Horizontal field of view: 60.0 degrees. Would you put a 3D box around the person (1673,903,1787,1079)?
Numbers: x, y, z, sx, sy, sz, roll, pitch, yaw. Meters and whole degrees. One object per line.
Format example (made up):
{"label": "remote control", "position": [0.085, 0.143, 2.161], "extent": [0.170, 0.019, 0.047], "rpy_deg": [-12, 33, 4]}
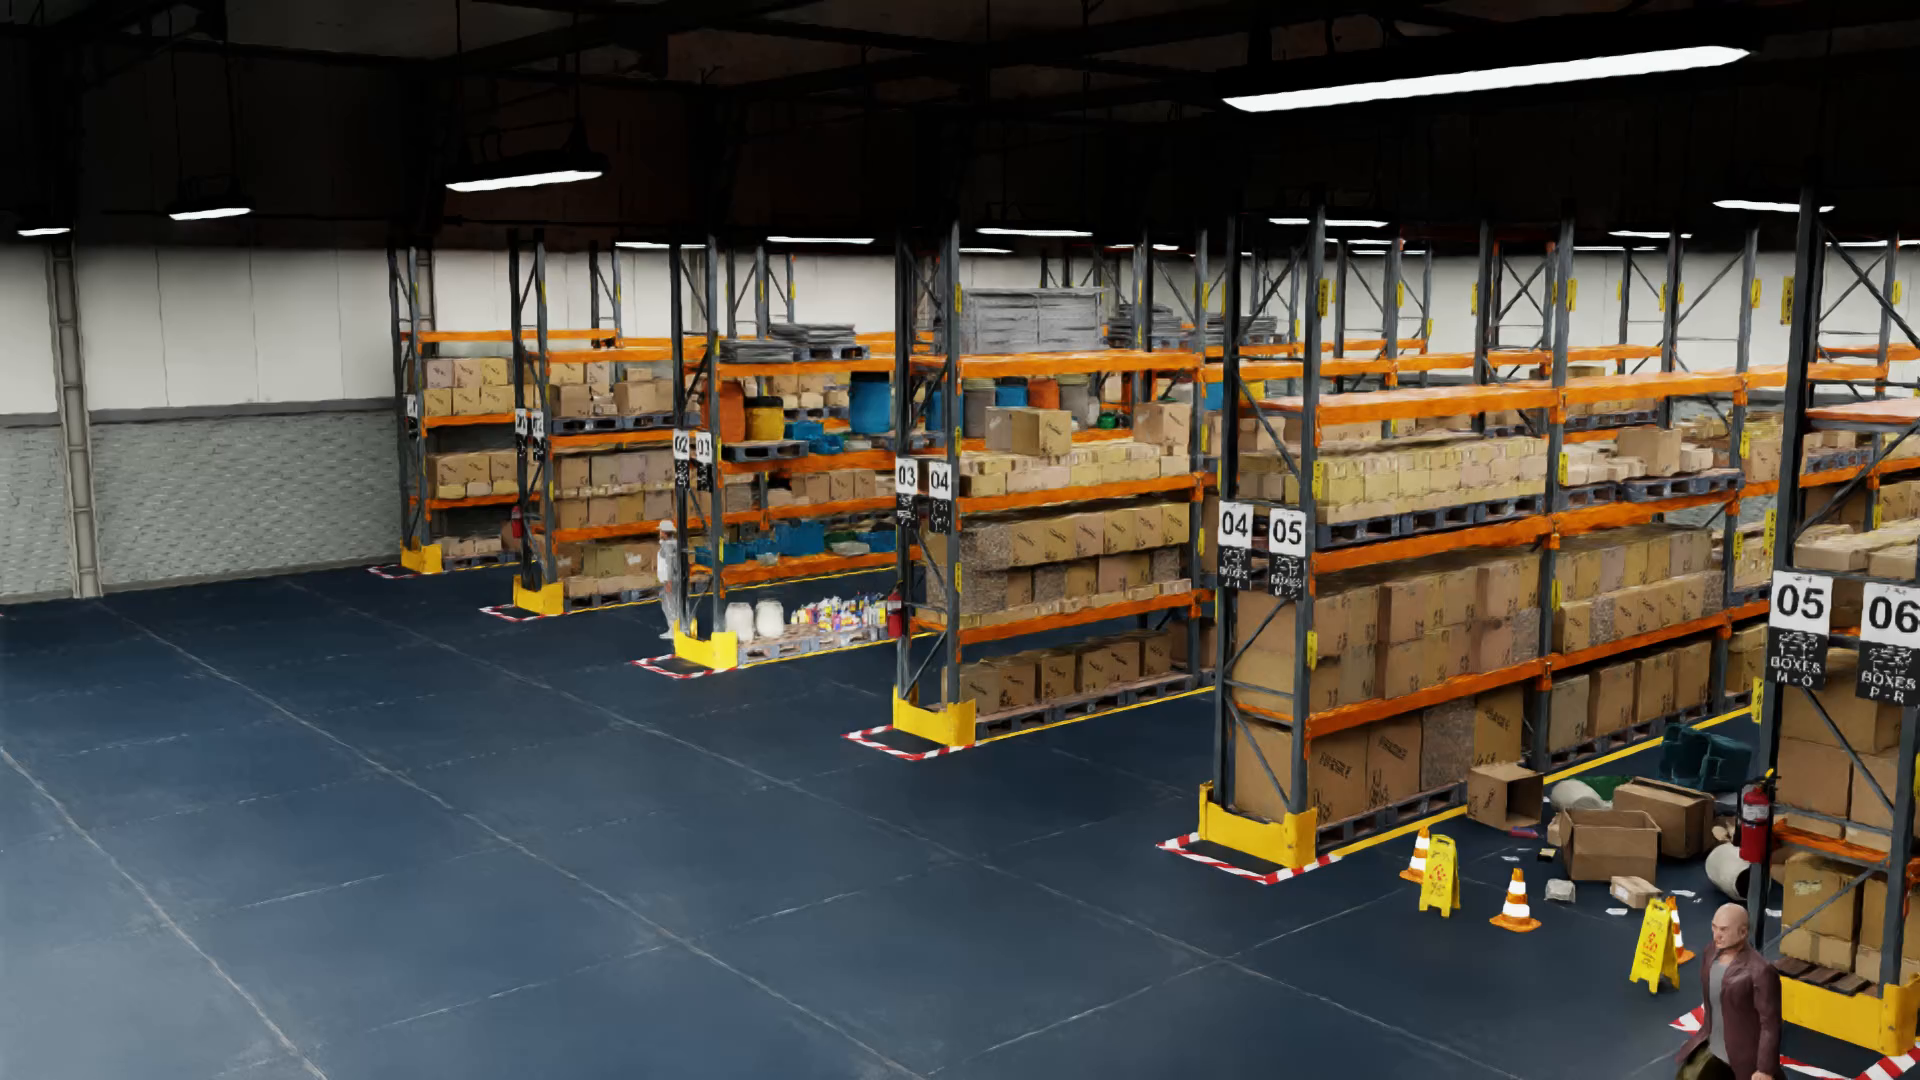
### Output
{"label": "person", "position": [4.434, 2.887, 9.451], "extent": [1.047, 1.723, 0.630], "rpy_deg": [-3, 9, -20]}

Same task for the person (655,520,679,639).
{"label": "person", "position": [-4.153, 0.579, 24.288], "extent": [0.566, 1.760, 0.579], "rpy_deg": [-1, 9, -4]}

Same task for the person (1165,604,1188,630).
{"label": "person", "position": [3.262, 0.561, 24.574], "extent": [0.572, 1.714, 0.719], "rpy_deg": [-8, 12, -42]}
